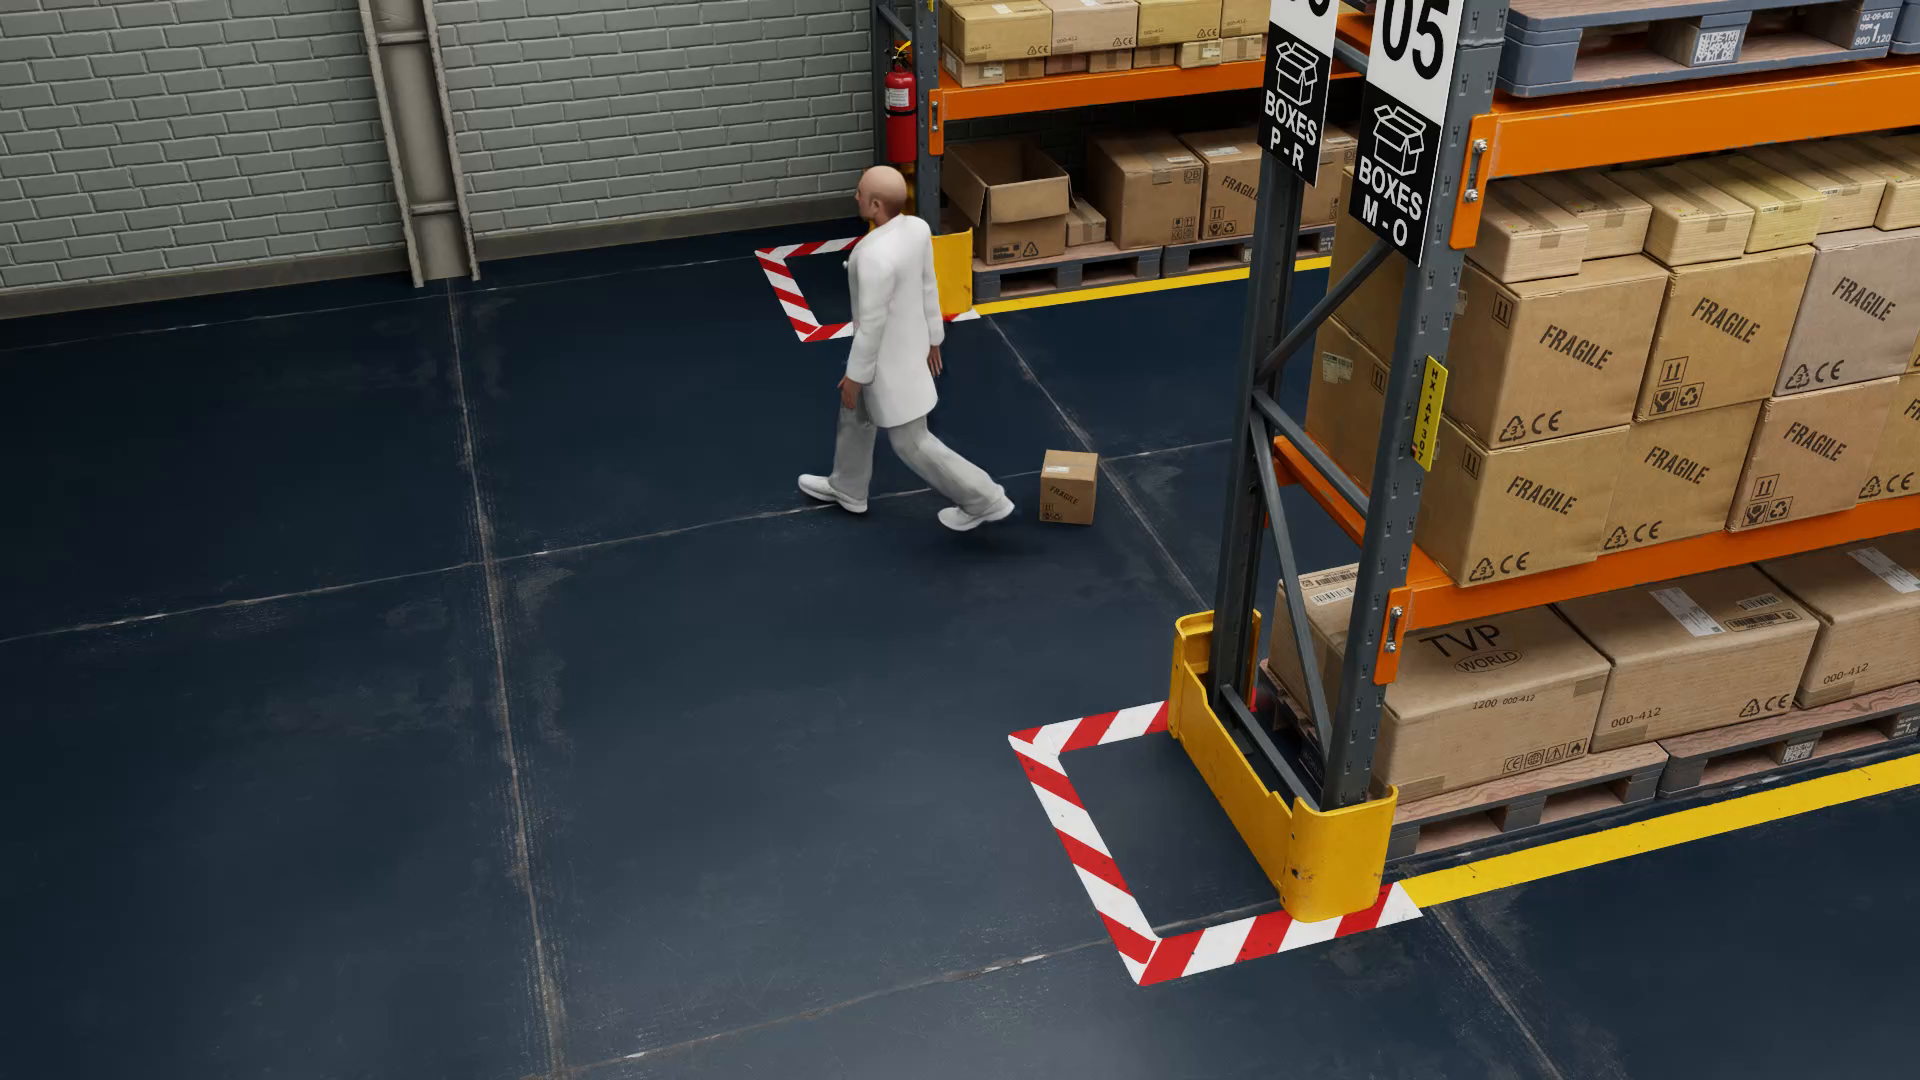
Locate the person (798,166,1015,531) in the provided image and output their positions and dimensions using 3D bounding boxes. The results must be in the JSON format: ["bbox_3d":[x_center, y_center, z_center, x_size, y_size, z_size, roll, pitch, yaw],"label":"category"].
[{"bbox_3d":[-0.271,-0.812,7.390,1.107,1.738,0.583,8,34,12],"label":"person"}]
